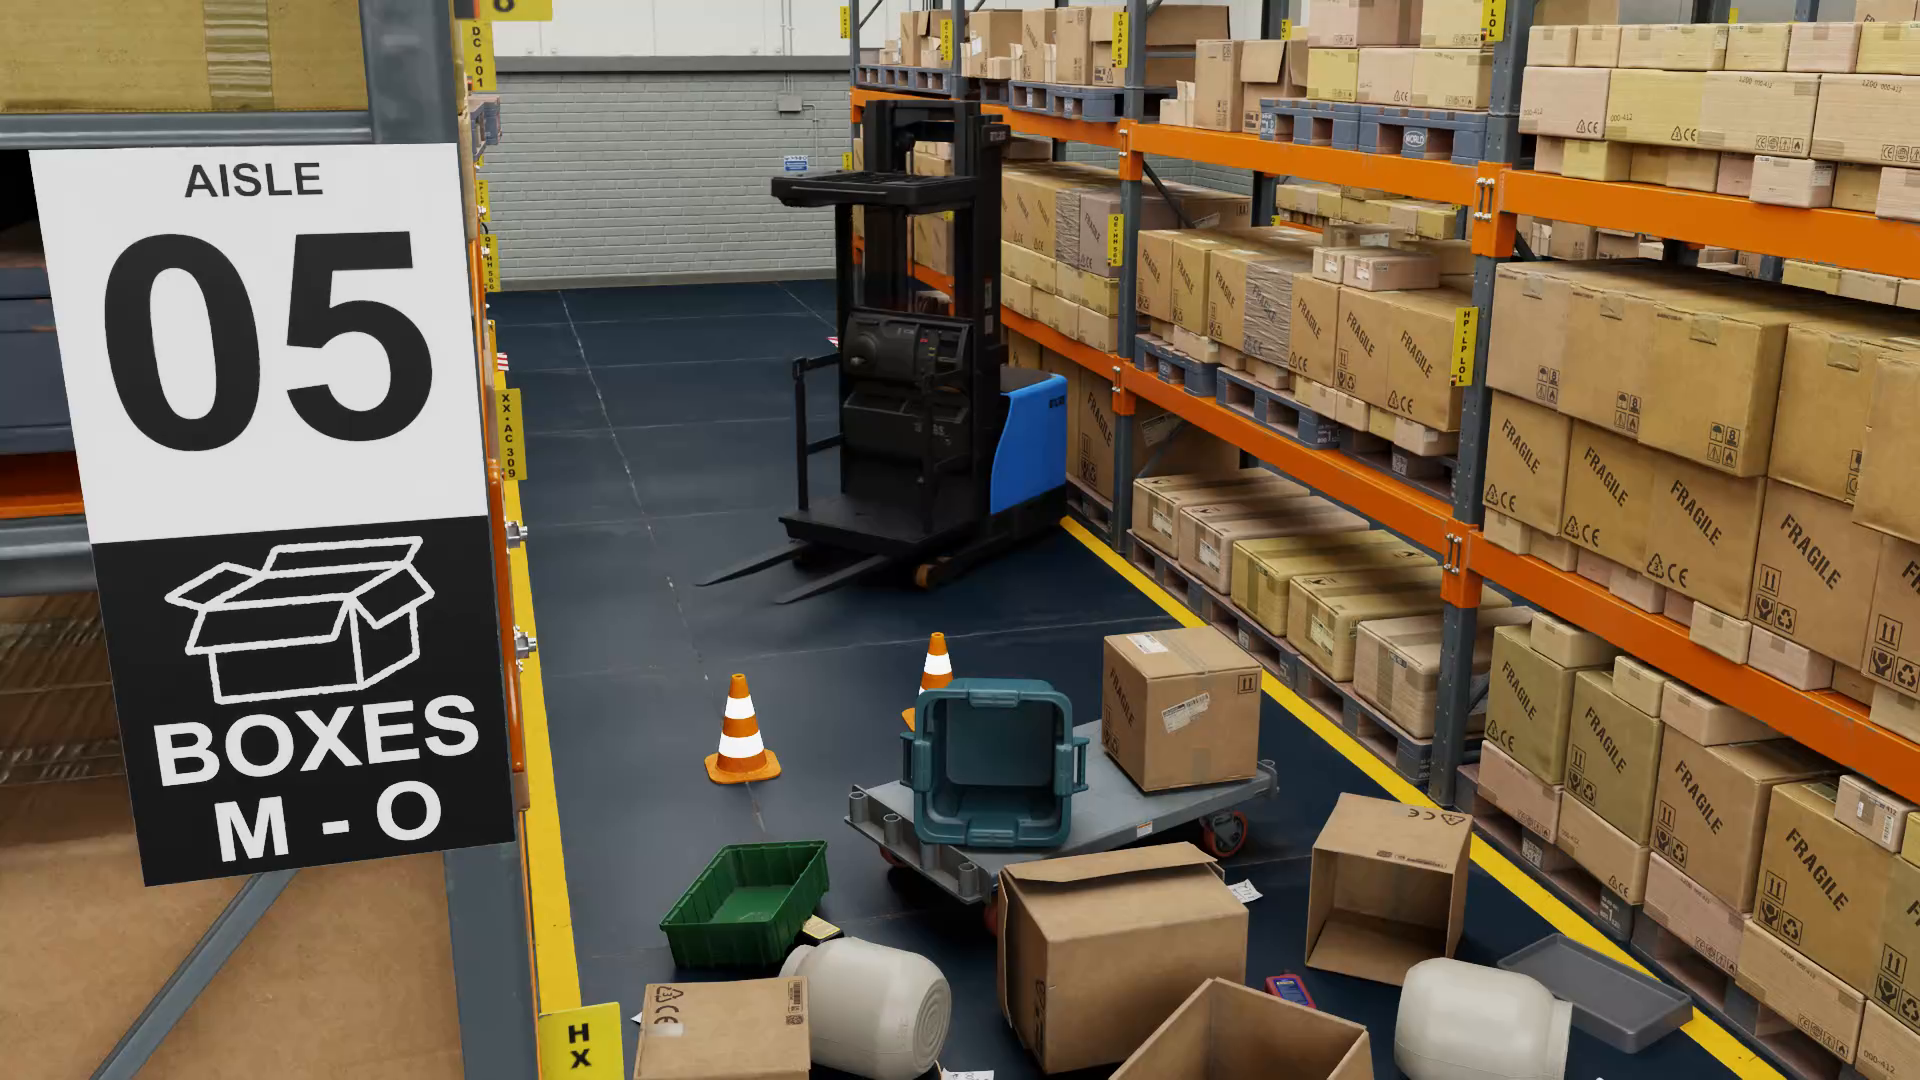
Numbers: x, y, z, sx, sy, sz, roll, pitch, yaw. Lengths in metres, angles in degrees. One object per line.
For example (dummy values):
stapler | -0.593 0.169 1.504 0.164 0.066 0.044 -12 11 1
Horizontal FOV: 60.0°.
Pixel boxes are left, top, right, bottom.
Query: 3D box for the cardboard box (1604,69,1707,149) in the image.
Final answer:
cardboard box | 2.628 -1.511 5.799 0.500 0.250 0.500 -5 17 -16

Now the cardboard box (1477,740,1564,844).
cardboard box | 2.523 1.011 6.922 0.500 0.250 0.500 -6 18 -18

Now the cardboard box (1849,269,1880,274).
cardboard box | 6.267 -1.893 11.240 0.380 0.149 0.250 -4 17 -14

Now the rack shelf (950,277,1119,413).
rack shelf | 0.971 -1.604 12.830 1.077 0.370 4.000 -5 17 -15

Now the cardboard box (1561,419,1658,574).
cardboard box | 2.633 -0.199 6.209 0.500 0.500 0.500 -5 17 -15

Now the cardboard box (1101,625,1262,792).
cardboard box | 0.917 0.694 6.956 0.500 0.500 0.500 -5 17 -15

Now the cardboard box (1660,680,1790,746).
cardboard box | 2.719 0.597 5.870 0.380 0.149 0.250 -4 17 -12

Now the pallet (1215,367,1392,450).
pallet | 2.104 -0.760 9.100 1.003 0.211 1.213 -5 17 -15

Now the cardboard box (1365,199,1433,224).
cardboard box | 4.542 -3.364 17.181 0.500 0.250 0.500 -5 17 -16

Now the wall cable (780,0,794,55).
wall cable | -2.512 -8.033 22.552 0.463 3.000 0.029 -5 17 -15

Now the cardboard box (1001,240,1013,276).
cardboard box | 0.555 -2.242 13.094 0.500 0.250 0.500 -4 17 -15

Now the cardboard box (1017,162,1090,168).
cardboard box | 0.786 -2.925 14.064 0.500 0.500 0.500 -4 17 -13

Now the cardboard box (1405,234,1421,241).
cardboard box | 4.676 -2.984 16.608 0.380 0.149 0.250 -4 17 -14

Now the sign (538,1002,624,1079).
sign | -0.477 0.742 2.126 0.100 0.325 0.005 -5 17 -15

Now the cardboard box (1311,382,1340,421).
cardboard box | 1.979 -0.704 8.287 0.380 0.149 0.250 -5 17 -15

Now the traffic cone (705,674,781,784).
traffic cone | -1.028 0.855 7.802 0.336 0.463 0.334 -5 17 -15

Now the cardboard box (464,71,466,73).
cardboard box | -1.635 -1.290 4.852 0.380 0.149 0.250 -4 17 -14

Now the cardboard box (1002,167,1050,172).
cardboard box | 0.433 -2.746 13.468 0.500 0.500 0.500 -5 17 -16

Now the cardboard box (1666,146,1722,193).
cardboard box | 2.693 -1.291 5.758 0.380 0.149 0.250 -4 17 -14

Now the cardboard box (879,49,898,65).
cardboard box | -0.600 -4.855 16.718 0.380 0.149 0.250 -4 17 -13

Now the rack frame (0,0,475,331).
rack frame | -1.012 -1.637 1.259 1.000 3.000 0.127 -5 17 -15

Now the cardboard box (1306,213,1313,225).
cardboard box | 4.140 -3.632 18.767 0.380 0.149 0.250 -5 17 -16

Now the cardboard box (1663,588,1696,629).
cardboard box | 2.758 0.223 5.933 0.380 0.149 0.250 -5 17 -16

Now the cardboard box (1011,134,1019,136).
cardboard box | 0.333 -3.734 15.629 0.380 0.149 0.250 -5 17 -17

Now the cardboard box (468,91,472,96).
cardboard box | -2.464 -2.251 7.441 0.500 0.500 0.500 -5 17 -15

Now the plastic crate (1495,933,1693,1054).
plastic crate | 2.263 1.608 5.959 0.402 0.080 0.583 -12 20 -34

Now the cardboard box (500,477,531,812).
cardboard box | -1.340 0.231 3.330 0.875 0.550 0.550 -5 17 -15

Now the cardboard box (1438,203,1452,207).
cardboard box | 5.172 -3.263 16.844 0.500 0.250 0.500 -5 17 -16

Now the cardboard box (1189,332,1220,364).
cardboard box | 1.563 -1.134 9.720 0.380 0.149 0.250 -5 17 -15

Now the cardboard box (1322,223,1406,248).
cardboard box | 2.242 -1.668 9.241 0.380 0.149 0.250 -6 18 -18

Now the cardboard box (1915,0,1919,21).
cardboard box | 6.492 -3.171 10.504 0.700 0.500 0.500 -5 17 -16

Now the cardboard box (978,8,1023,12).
cardboard box | 0.462 -4.415 14.644 0.500 0.500 0.500 -4 17 -14

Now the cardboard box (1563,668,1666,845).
cardboard box | 2.681 0.799 6.324 0.500 0.500 0.500 -4 17 -13

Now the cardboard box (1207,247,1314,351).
cardboard box | 1.724 -1.354 9.326 0.500 0.500 0.500 -4 17 -14

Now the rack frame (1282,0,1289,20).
rack frame | 4.094 -6.875 18.698 1.000 3.000 0.127 -5 17 -15

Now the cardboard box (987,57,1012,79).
cardboard box | 0.433 -3.650 12.852 0.380 0.166 0.250 -6 18 -19

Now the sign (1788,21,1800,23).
sign | 5.770 -3.431 11.547 0.100 0.325 0.005 -5 17 -15

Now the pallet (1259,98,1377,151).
pallet | 2.265 -2.102 8.347 1.213 0.211 1.003 -5 17 -15

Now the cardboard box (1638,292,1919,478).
cardboard box | 2.764 -0.536 5.592 0.700 0.500 0.500 -5 17 -16

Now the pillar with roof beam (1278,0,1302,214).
pillar with roof beam | 0.080 -7.352 20.285 9.100 9.000 0.400 -5 17 -15

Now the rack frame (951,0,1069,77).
rack frame | 0.422 -5.375 13.705 1.000 3.000 0.127 -5 17 -15

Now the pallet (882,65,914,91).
pallet | -0.125 -4.460 16.027 1.003 0.211 1.213 -5 17 -15

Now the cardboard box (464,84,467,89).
cardboard box | -1.216 -0.868 3.448 0.380 0.149 0.250 -5 17 -15

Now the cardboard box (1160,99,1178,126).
cardboard box | 1.444 -2.611 10.154 0.380 0.149 0.250 -5 17 -15

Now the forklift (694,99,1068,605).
forklift | -0.465 -1.243 10.495 1.130 2.935 3.031 11 20 32

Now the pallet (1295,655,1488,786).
pallet | 2.405 0.831 8.319 1.003 0.211 1.213 -5 17 -15

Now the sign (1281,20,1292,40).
sign | 2.043 -3.122 10.519 0.100 0.325 0.005 -5 17 -15

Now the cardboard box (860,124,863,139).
cardboard box | -0.846 -4.326 17.600 0.380 0.149 0.250 -4 17 -14

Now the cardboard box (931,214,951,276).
cardboard box | 0.048 -2.658 14.913 0.500 0.500 0.500 -5 17 -15

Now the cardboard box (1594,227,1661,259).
cardboard box | 5.666 -2.477 13.573 0.797 0.503 0.637 -5 17 -17

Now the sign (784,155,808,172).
sign | -2.313 -5.309 23.442 0.327 0.218 0.001 -5 17 -15

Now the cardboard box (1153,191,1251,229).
cardboard box | 1.620 -2.078 11.245 0.500 0.500 0.500 -5 18 -17

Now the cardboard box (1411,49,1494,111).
cardboard box | 2.320 -2.005 7.230 0.500 0.250 0.500 -5 17 -16

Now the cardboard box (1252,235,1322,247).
cardboard box | 2.066 -1.541 9.948 0.500 0.500 0.500 -5 17 -16

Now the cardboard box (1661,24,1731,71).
cardboard box | 2.603 -1.656 5.589 0.380 0.149 0.250 -5 17 -16

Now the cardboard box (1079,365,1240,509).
cardboard box | 1.411 -0.777 11.788 0.875 0.875 0.875 -5 17 -16

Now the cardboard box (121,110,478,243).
cardboard box | -0.798 -0.449 2.052 0.380 0.149 0.250 -5 17 -15

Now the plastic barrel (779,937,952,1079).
plastic barrel | -0.325 1.556 5.535 0.512 0.421 0.421 7 18 23

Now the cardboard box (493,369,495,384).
cardboard box | -2.411 -0.503 7.739 0.500 0.500 0.500 -4 17 -14
